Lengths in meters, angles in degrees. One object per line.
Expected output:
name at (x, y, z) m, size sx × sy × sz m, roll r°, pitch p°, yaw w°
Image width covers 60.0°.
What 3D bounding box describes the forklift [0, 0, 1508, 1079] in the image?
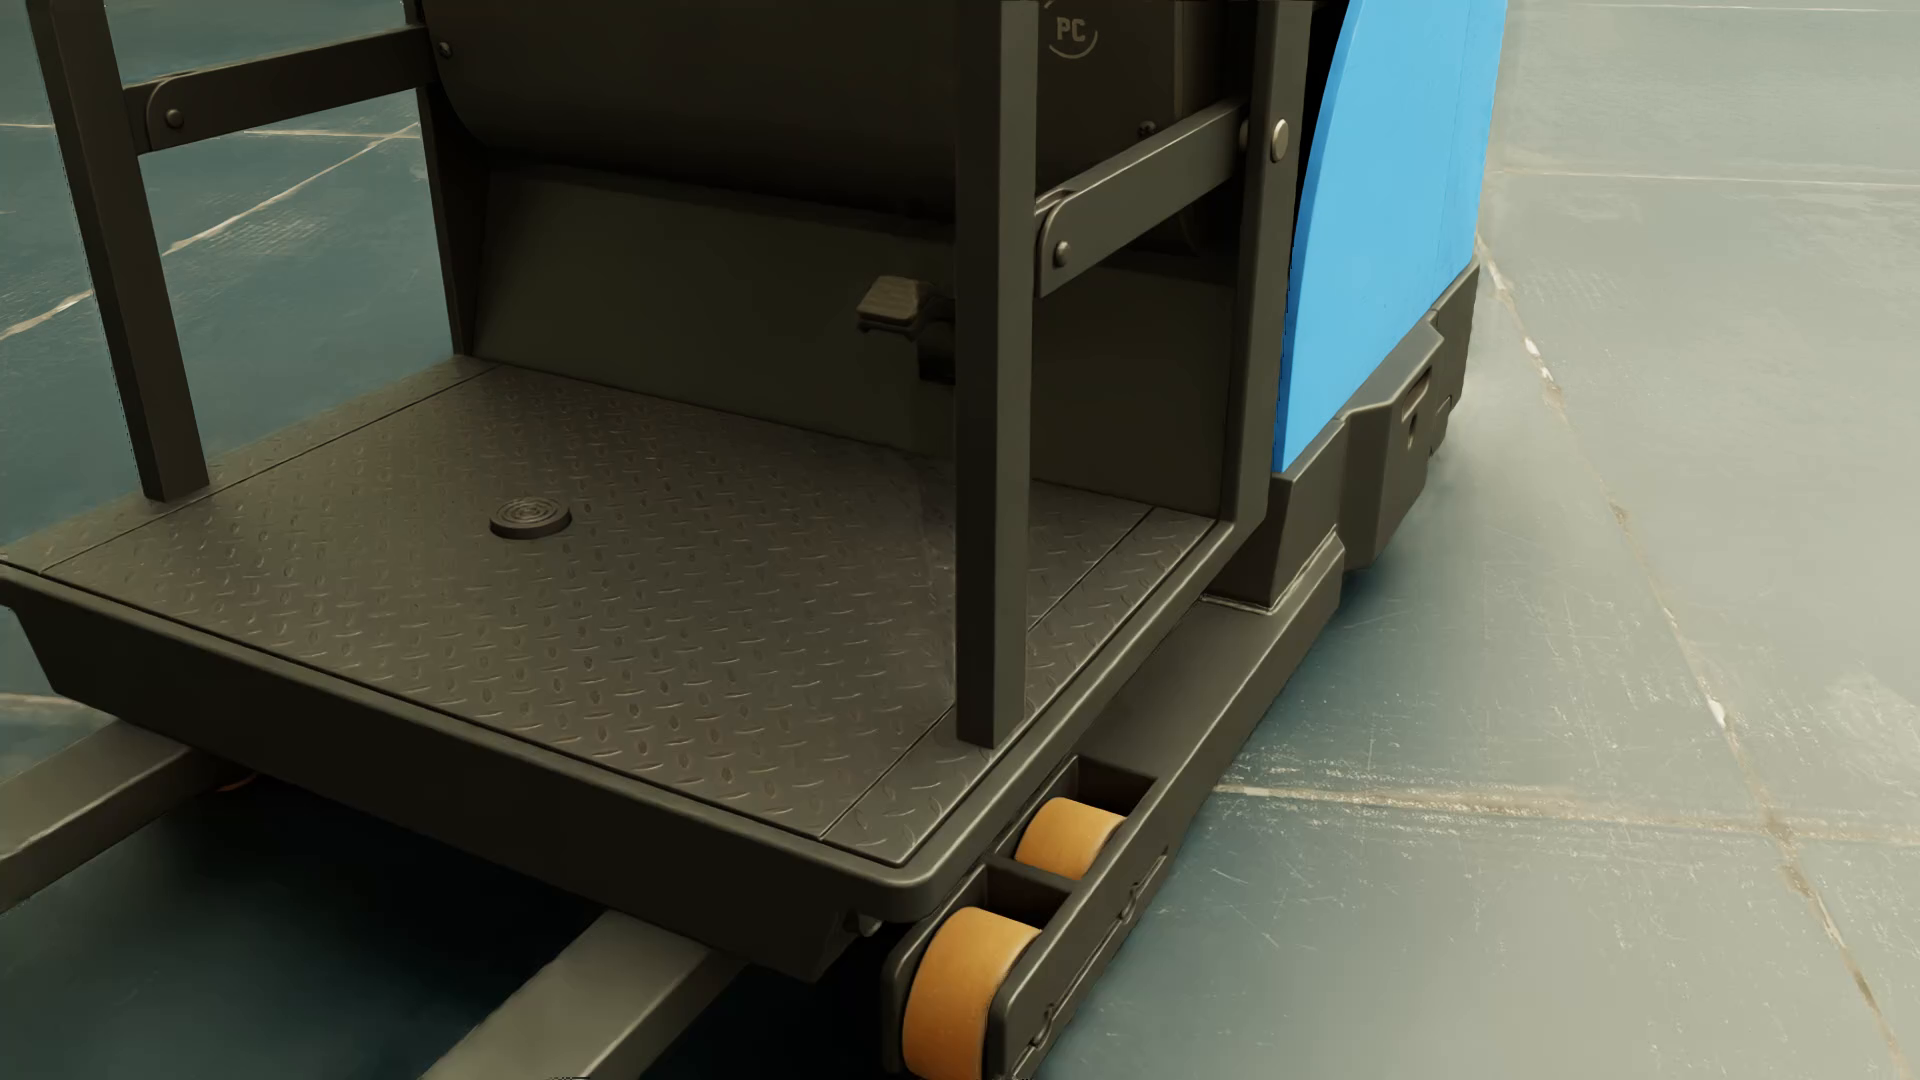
forklift at (-0.286, -1.041, 1.303) m, size 1.130 × 2.935 × 3.031 m, roll 14°, pitch 30°, yaw 25°
